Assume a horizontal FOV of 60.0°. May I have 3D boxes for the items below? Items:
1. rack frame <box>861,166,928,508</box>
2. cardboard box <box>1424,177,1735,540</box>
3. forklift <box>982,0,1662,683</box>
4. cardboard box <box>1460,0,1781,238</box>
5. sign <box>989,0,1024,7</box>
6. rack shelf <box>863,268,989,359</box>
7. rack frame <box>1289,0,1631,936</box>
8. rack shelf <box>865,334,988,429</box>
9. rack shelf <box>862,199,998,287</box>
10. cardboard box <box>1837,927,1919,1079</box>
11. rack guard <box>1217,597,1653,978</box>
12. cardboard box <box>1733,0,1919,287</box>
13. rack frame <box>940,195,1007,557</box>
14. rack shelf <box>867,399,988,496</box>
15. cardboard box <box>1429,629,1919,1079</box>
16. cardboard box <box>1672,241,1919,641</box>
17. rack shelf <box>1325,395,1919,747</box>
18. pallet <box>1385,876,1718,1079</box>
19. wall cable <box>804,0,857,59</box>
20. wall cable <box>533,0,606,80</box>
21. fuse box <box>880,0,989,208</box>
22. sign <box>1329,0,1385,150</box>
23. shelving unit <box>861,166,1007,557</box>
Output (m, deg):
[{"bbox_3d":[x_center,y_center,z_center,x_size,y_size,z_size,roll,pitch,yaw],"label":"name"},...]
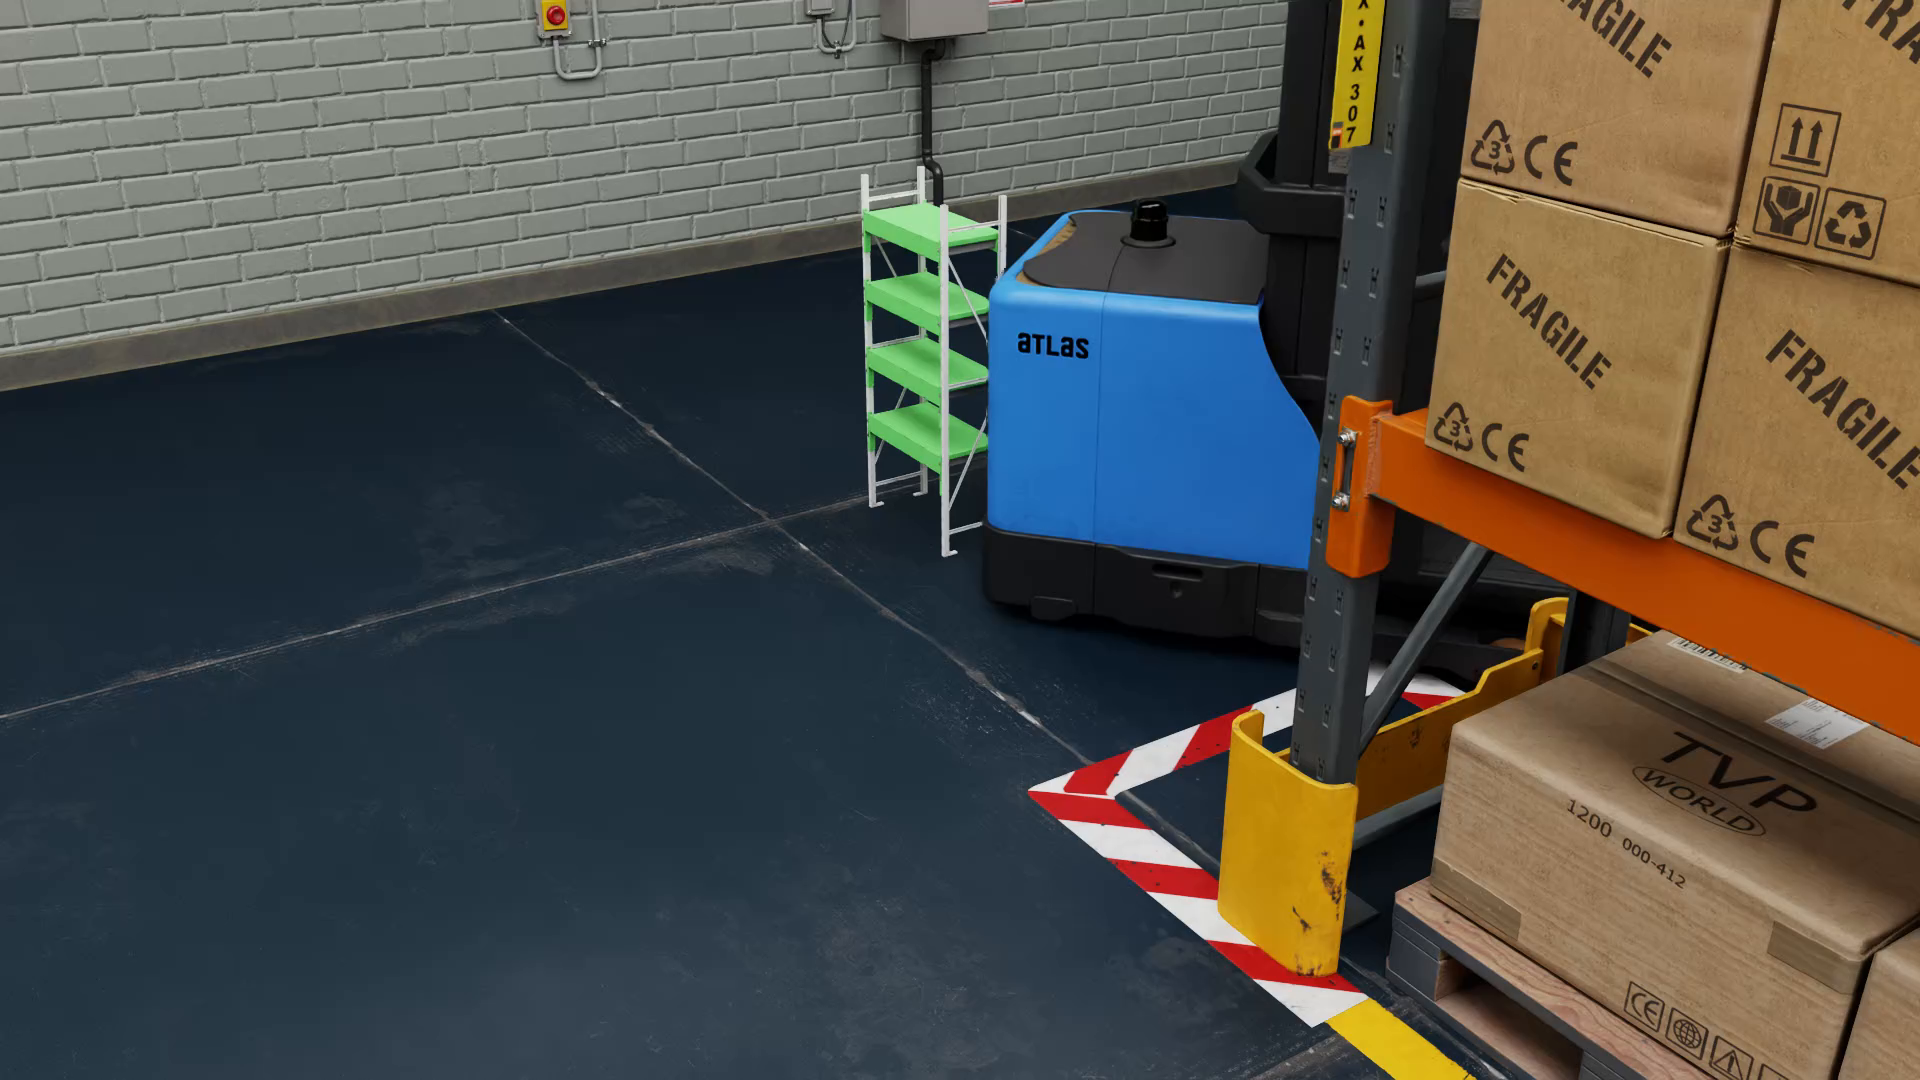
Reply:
[{"bbox_3d":[-0.224,-0.689,5.804,0.240,1.200,0.015,-16,29,-30],"label":"rack frame"},{"bbox_3d":[1.198,-0.369,2.901,0.500,0.500,0.500,-16,30,-30],"label":"cardboard box"},{"bbox_3d":[1.646,-1.103,4.653,3.031,2.935,1.130,7,26,15],"label":"forklift"},{"bbox_3d":[1.200,-0.822,2.688,0.500,0.500,0.500,-16,30,-31],"label":"cardboard box"},{"bbox_3d":[0.220,-3.157,9.036,0.329,0.494,0.001,-16,29,-30],"label":"sign"},{"bbox_3d":[-0.090,-0.761,5.544,0.258,0.148,0.480,-16,29,-30],"label":"rack shelf"},{"bbox_3d":[1.177,-0.562,3.428,1.000,3.000,0.127,-16,29,-30],"label":"rack frame"},{"bbox_3d":[-0.090,-0.544,5.647,0.258,0.148,0.480,-16,29,-30],"label":"rack shelf"},{"bbox_3d":[-0.090,-0.978,5.442,0.258,0.148,0.480,-16,29,-30],"label":"rack shelf"},{"bbox_3d":[2.128,0.945,2.745,0.875,0.438,0.875,-15,29,-28],"label":"cardboard box"},{"bbox_3d":[1.164,0.559,3.979,1.175,0.500,0.348,-16,29,-30],"label":"rack guard"},{"bbox_3d":[1.488,-0.638,2.300,0.500,0.500,0.500,-16,30,-31],"label":"cardboard box"},{"bbox_3d":[0.043,-0.515,5.434,0.240,1.200,0.015,-16,29,-30],"label":"rack frame"},{"bbox_3d":[-0.090,-0.327,5.749,0.258,0.148,0.480,-16,29,-30],"label":"rack shelf"},{"bbox_3d":[1.621,0.619,3.434,0.875,0.438,0.875,-17,30,-31],"label":"cardboard box"},{"bbox_3d":[1.498,-0.195,2.531,0.500,0.500,0.500,-16,30,-30],"label":"cardboard box"},{"bbox_3d":[2.269,0.478,2.066,1.077,0.370,4.000,-16,29,-30],"label":"rack shelf"},{"bbox_3d":[1.679,0.966,3.456,1.003,0.211,1.213,-16,29,-30],"label":"pallet"},{"bbox_3d":[-0.739,-3.368,8.180,0.588,1.984,0.122,-16,29,-30],"label":"wall cable"},{"bbox_3d":[-1.921,-3.047,7.465,0.585,1.953,0.123,-16,29,-30],"label":"wall cable"},{"bbox_3d":[-0.081,-2.428,8.890,0.539,1.711,0.414,-16,29,-30],"label":"fuse box"},{"bbox_3d":[0.709,-0.862,2.956,0.100,0.325,0.005,-16,29,-30],"label":"sign"},{"bbox_3d":[-0.090,-0.602,5.619,0.258,1.200,0.503,-16,29,-30],"label":"shelving unit"}]
